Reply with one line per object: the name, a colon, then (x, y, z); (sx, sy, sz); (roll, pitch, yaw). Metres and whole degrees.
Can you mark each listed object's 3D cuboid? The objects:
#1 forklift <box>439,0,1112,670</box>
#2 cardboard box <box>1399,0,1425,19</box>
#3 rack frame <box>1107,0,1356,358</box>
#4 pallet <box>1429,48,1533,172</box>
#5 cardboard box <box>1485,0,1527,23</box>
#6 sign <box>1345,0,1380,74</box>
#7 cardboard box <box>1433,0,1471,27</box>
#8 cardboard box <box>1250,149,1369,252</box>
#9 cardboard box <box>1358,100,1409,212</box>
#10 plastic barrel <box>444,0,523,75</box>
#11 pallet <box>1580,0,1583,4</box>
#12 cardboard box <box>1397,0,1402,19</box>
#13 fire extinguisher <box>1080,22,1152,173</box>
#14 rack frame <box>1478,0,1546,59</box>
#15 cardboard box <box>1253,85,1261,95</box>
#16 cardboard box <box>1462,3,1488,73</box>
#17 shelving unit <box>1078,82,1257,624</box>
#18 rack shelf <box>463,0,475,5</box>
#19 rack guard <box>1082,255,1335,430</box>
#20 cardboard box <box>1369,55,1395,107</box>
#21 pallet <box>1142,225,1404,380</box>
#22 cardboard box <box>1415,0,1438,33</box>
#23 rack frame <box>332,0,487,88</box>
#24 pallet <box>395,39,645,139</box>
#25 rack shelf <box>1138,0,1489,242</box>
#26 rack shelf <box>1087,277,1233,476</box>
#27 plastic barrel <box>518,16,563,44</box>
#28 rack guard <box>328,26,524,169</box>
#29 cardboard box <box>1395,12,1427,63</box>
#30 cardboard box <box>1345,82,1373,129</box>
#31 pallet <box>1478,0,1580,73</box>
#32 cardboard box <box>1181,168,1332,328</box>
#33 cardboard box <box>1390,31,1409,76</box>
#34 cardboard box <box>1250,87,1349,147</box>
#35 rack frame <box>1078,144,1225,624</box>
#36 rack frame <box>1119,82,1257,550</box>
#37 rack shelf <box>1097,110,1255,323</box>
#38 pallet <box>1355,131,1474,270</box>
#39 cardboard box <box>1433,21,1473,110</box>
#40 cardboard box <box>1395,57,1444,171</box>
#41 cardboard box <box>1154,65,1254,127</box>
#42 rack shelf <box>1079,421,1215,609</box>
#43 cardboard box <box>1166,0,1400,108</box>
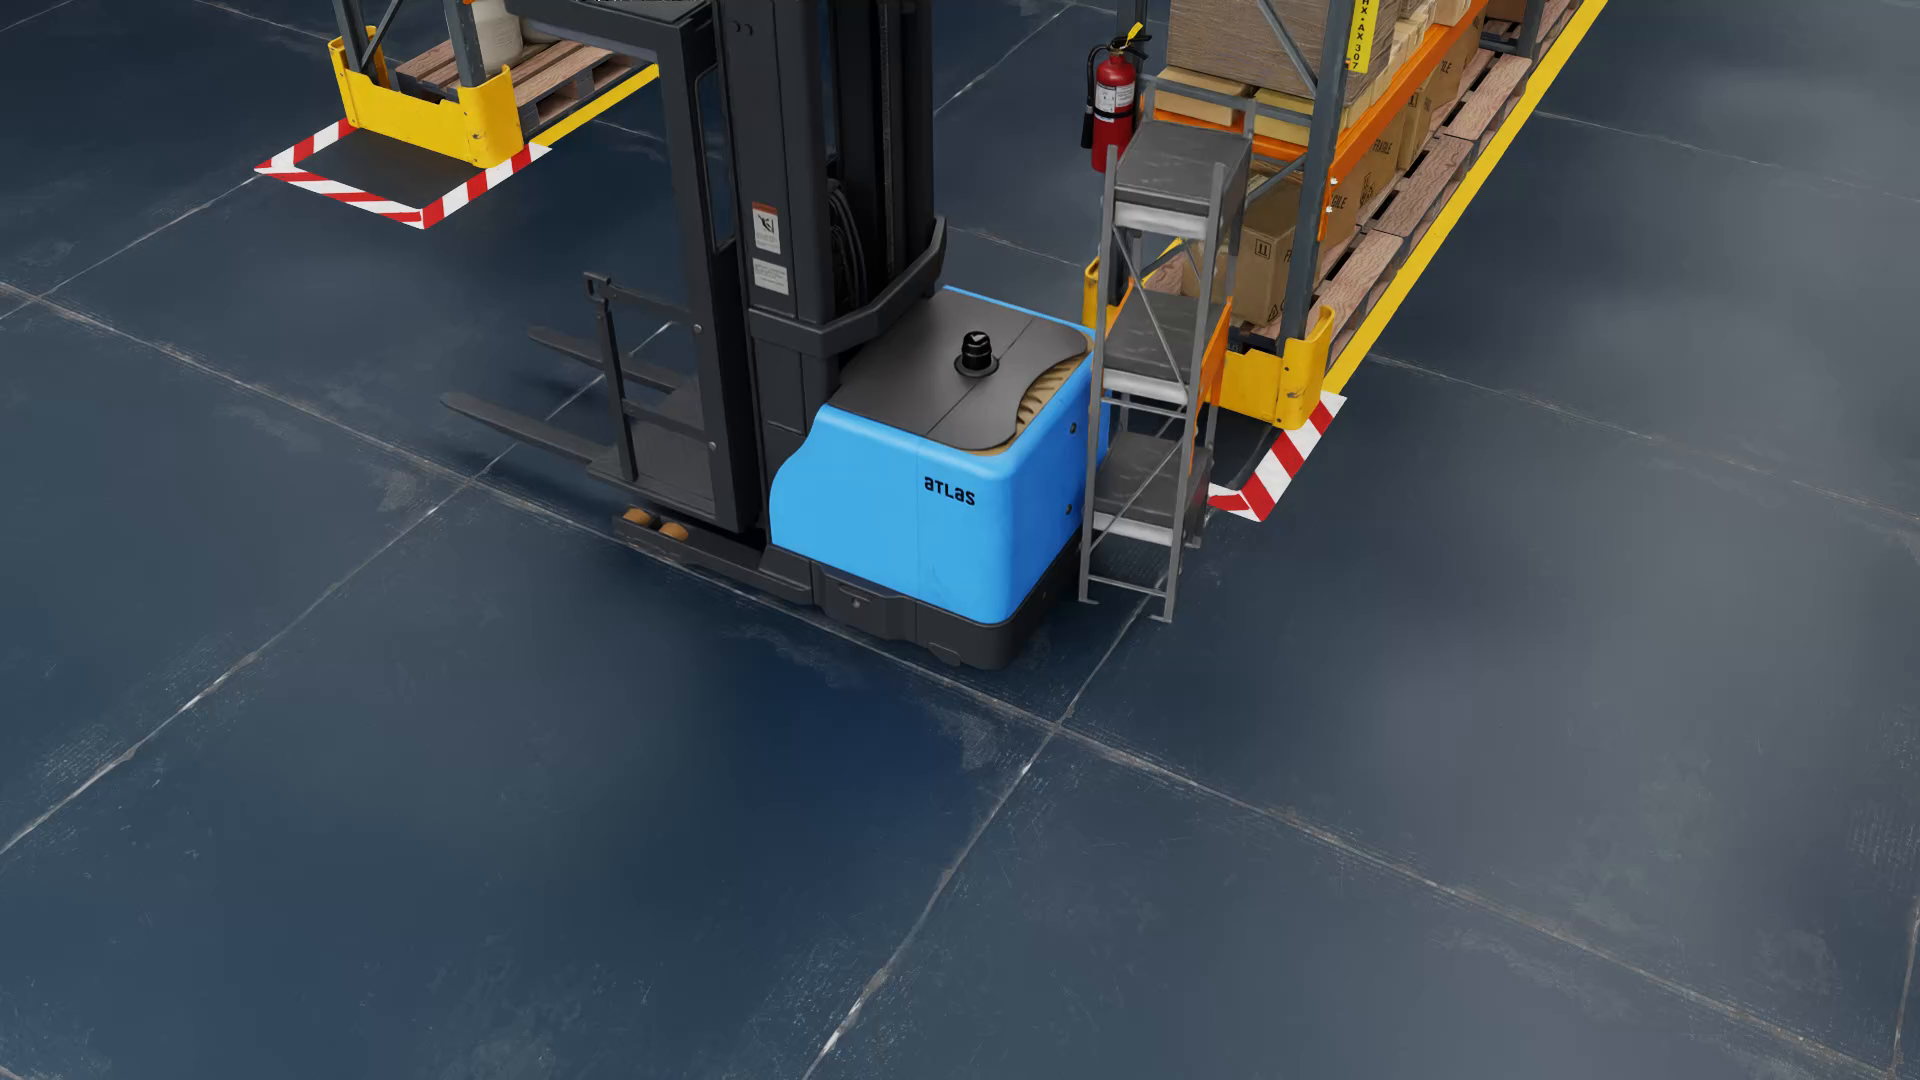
forklift: (-0.916, -1.294, 6.501); (3.031, 2.935, 1.130); (20, 45, 21)
cardboard box: (1.861, -2.927, 8.003); (0.875, 0.500, 0.500); (21, 45, 22)
rack frame: (1.128, -1.875, 7.109); (1.000, 3.000, 0.127); (21, 45, 22)
pallet: (2.824, -2.721, 10.180); (1.003, 0.211, 1.213); (21, 45, 22)
cardboard box: (3.455, -3.735, 10.780); (0.700, 0.500, 0.500); (18, 44, 19)
sign: (1.598, -2.020, 6.619); (0.100, 0.325, 0.005); (21, 45, 22)
cardboard box: (2.311, -2.691, 8.226); (0.380, 0.149, 0.250); (21, 45, 22)
cardboard box: (1.724, -1.799, 8.597); (0.500, 0.500, 0.500); (-33, 51, -32)
cardboard box: (2.054, -2.151, 8.997); (0.500, 0.500, 0.500); (25, 47, 26)
plastic barrel: (-2.897, -3.138, 10.109); (0.421, 0.512, 0.421); (0, 41, 0)
pallet: (4.127, -4.264, 11.932); (1.003, 0.211, 1.213); (21, 45, 22)
cardboard box: (1.573, -2.655, 7.695); (0.875, 0.500, 0.500); (21, 45, 22)
fire extinguisher: (0.672, -1.932, 7.233); (0.296, 0.674, 0.183); (21, 45, 22)
rack frame: (3.129, -4.163, 9.708); (1.000, 3.000, 0.127); (21, 45, 22)
cardboard box: (1.217, -2.154, 7.617); (0.380, 0.149, 0.250); (21, 45, 22)
cardboard box: (2.895, -3.167, 10.151); (0.500, 0.500, 0.500); (20, 45, 21)
shelving unit: (0.768, -0.643, 6.392); (0.431, 2.100, 0.503); (14, 43, 15)
rack shelf: (-2.160, -4.387, 10.506); (1.077, 0.370, 4.000); (21, 45, 22)
rack guard: (1.166, -0.980, 7.985); (1.175, 0.500, 0.348); (21, 45, 22)
cardboard box: (1.757, -2.139, 7.600); (0.380, 0.149, 0.250); (21, 45, 22)
pallet: (1.603, -1.325, 8.595); (1.003, 0.211, 1.213); (21, 45, 22)
cardboard box: (2.097, -2.582, 8.102); (0.380, 0.149, 0.250); (21, 45, 22)
rack frame: (-3.160, -3.513, 8.969); (1.000, 3.000, 0.127); (21, 45, 22)
pallet: (-2.752, -2.988, 10.484); (1.003, 0.211, 1.213); (21, 45, 22)
rack shelf: (2.129, -2.749, 8.646); (1.077, 0.370, 4.000); (21, 45, 22)
rack shelf: (0.768, -0.633, 6.401); (0.431, 0.518, 0.480); (14, 43, 15)
plastic barrel: (-2.646, -3.425, 10.435); (0.421, 0.512, 0.421); (0, 41, 0)
rack guard: (-3.163, -2.634, 9.862); (1.175, 0.500, 0.348); (21, 45, 22)
cardboard box: (1.995, -2.430, 7.930); (0.380, 0.149, 0.250); (21, 45, 22)
cardboard box: (1.619, -2.001, 7.443); (0.380, 0.149, 0.250); (21, 45, 22)
pallet: (3.518, -3.563, 11.136); (1.003, 0.211, 1.213); (21, 45, 22)
cardboard box: (1.455, -1.446, 8.196); (0.500, 0.500, 0.500); (30, 49, 29)
cardboard box: (1.864, -2.289, 7.770); (0.380, 0.149, 0.250); (21, 45, 22)
cardboard box: (1.477, -1.865, 7.288); (0.380, 0.149, 0.250); (21, 45, 22)
rack frame: (0.684, -0.492, 6.220); (0.400, 2.100, 0.015); (14, 43, 15)
rack frame: (0.851, -0.795, 6.564); (0.400, 2.100, 0.015); (14, 43, 15)
rack shelf: (0.768, -1.159, 5.938); (0.431, 0.518, 0.480); (14, 43, 15)
pallet: (2.214, -2.020, 9.384); (1.003, 0.211, 1.213); (21, 45, 22)
cardboard box: (2.615, -2.837, 9.776); (0.500, 0.500, 0.500); (-30, 50, -30)
cardboard box: (2.372, -2.456, 9.343); (0.500, 0.500, 0.500); (17, 44, 18)
cardboard box: (1.092, -2.012, 7.455); (0.380, 0.149, 0.250); (21, 45, 22)
rack shelf: (0.768, -0.108, 6.864); (0.431, 0.518, 0.480); (14, 43, 15)
cardboard box: (1.427, -2.329, 7.325); (0.875, 0.500, 0.500); (21, 45, 22)
